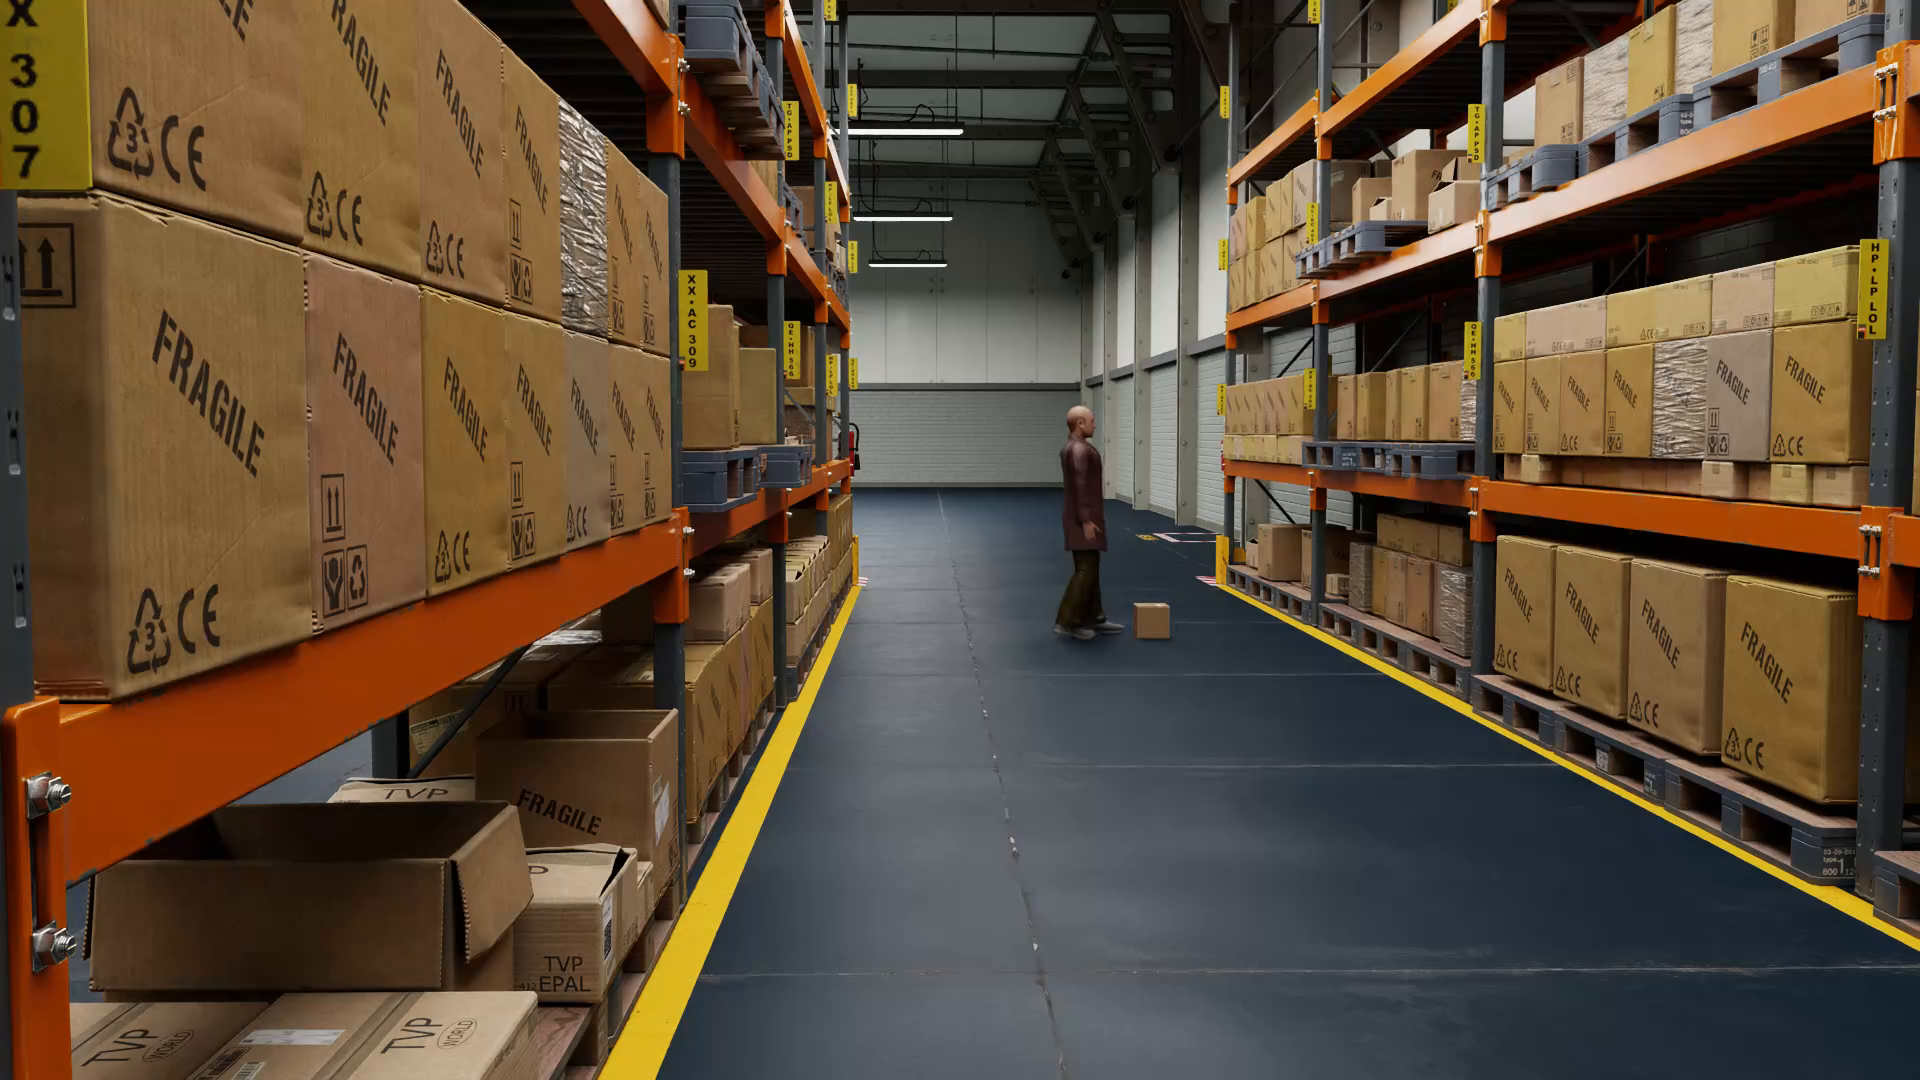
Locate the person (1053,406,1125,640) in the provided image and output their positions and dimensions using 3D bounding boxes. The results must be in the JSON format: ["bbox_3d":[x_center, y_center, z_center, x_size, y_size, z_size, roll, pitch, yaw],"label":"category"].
[{"bbox_3d":[0.995,-0.136,12.847,0.623,1.793,0.616,0,4,-6],"label":"person"}]
